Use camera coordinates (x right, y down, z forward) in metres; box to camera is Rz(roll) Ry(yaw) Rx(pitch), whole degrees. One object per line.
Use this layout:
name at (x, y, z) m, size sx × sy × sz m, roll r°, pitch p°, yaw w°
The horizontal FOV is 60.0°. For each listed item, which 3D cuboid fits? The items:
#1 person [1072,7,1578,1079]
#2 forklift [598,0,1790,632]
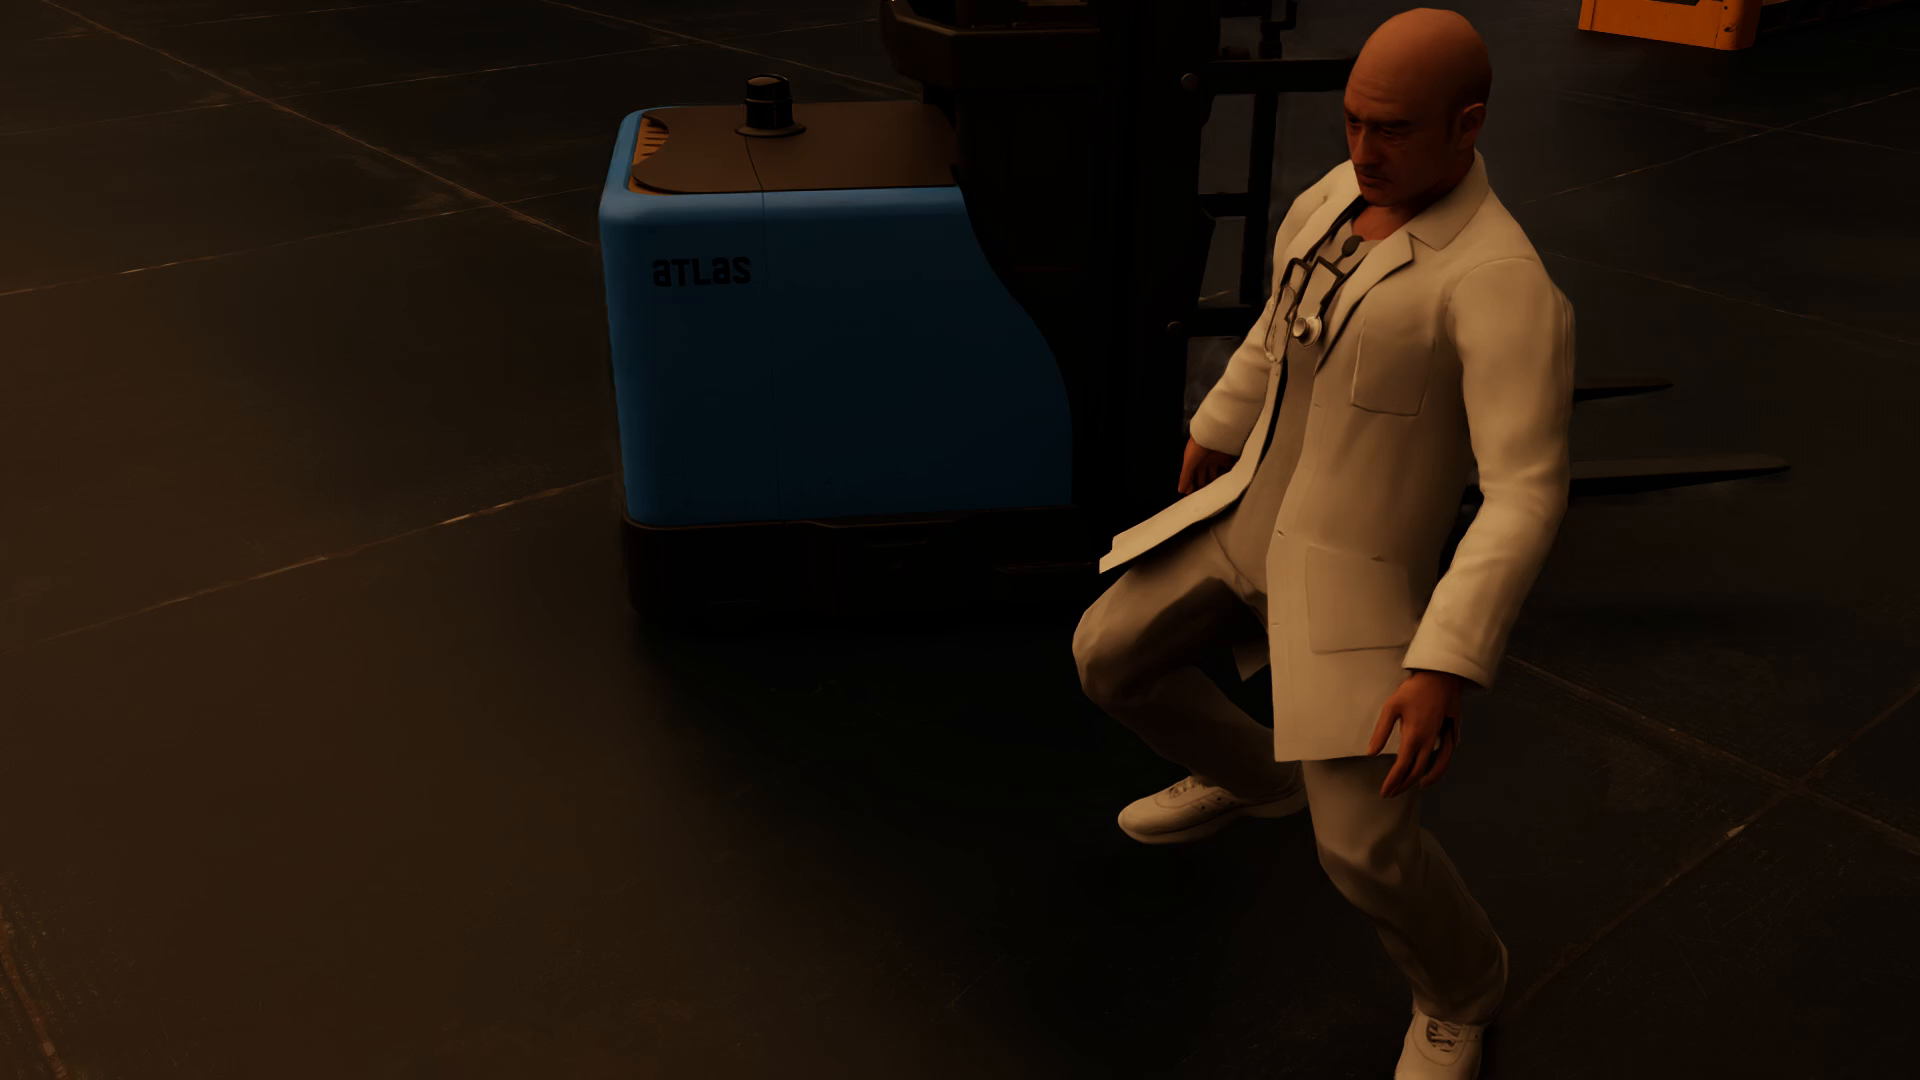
person at (0.574, 0.016, 2.629) m, size 0.605 × 1.663 × 0.977 m, roll -9°, pitch 28°, yaw -17°
forklift at (0.650, -1.369, 3.963) m, size 3.031 × 2.935 × 1.130 m, roll -3°, pitch 27°, yaw -7°
